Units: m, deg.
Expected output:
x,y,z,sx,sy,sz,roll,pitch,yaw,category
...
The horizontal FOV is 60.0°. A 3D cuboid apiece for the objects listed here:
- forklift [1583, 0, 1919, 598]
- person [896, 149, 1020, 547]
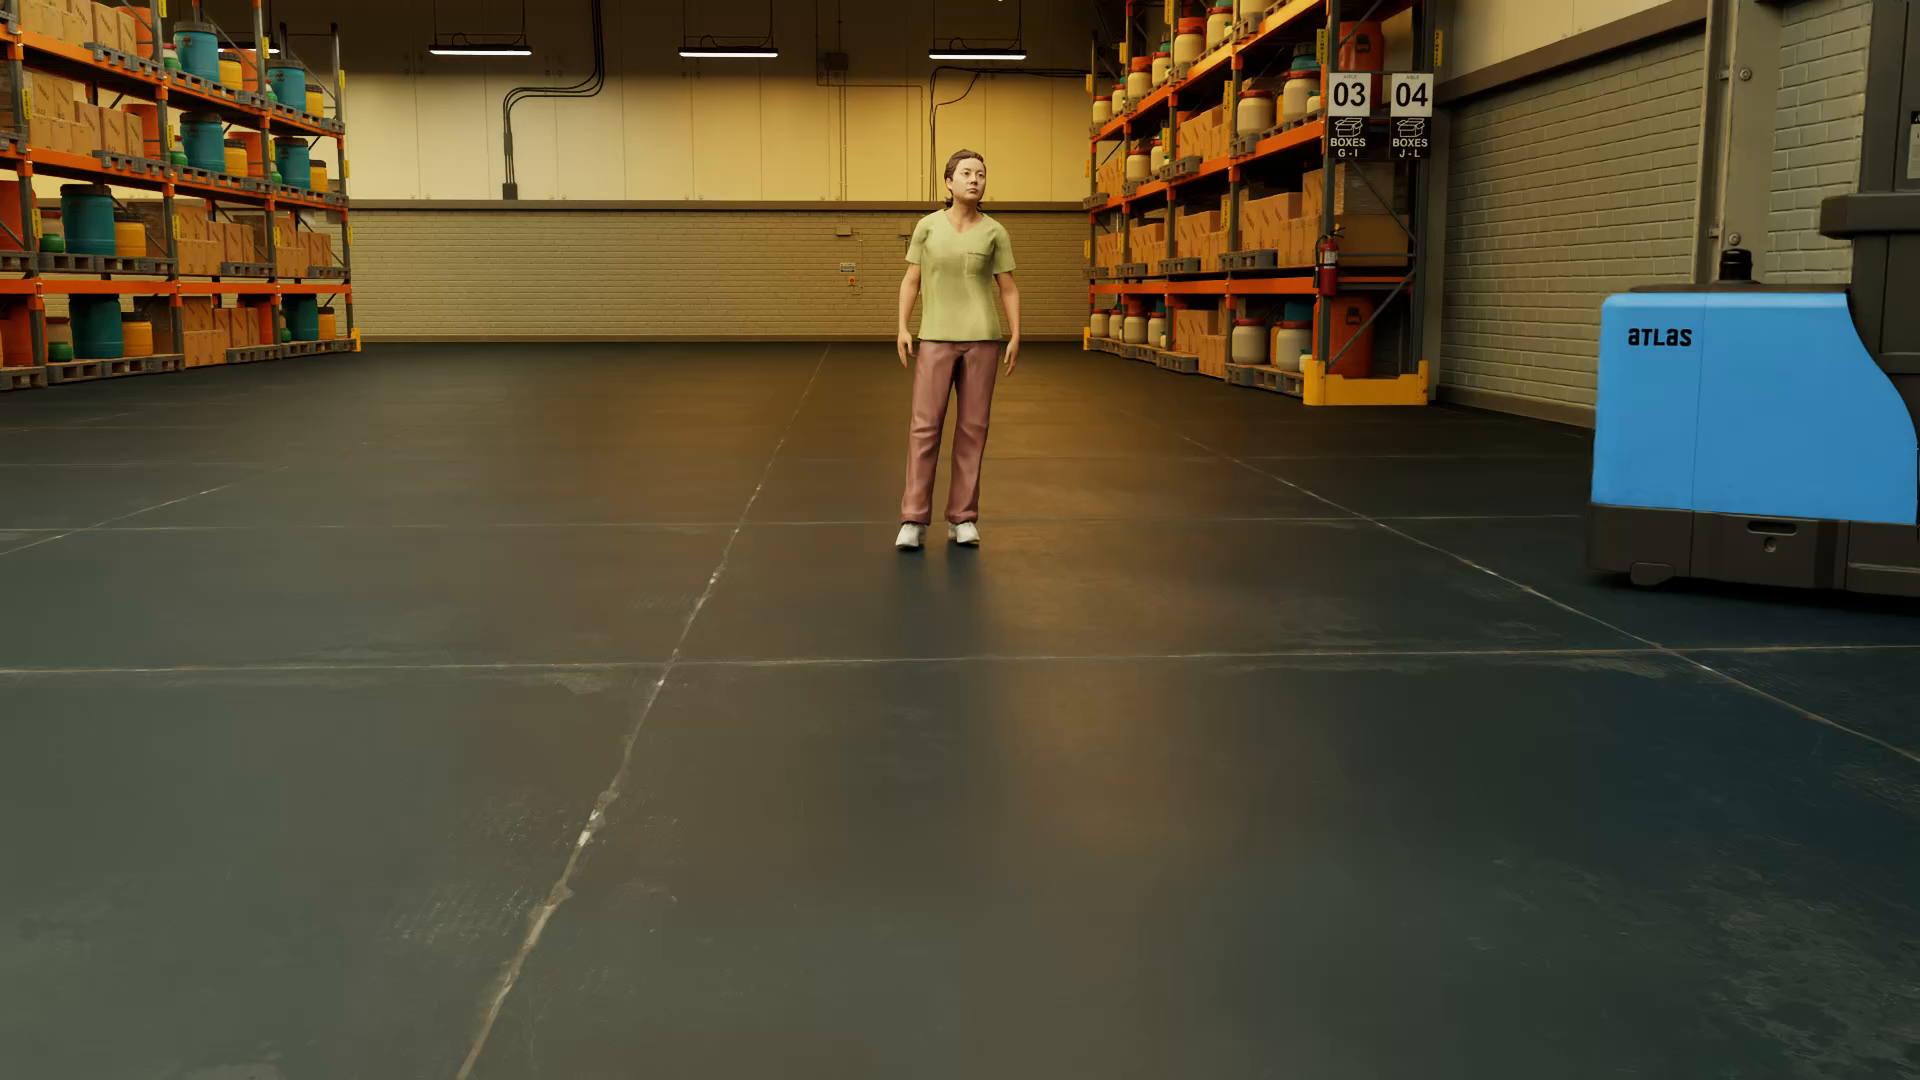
x,y,z,sx,sy,sz,roll,pitch,yaw,category
3.836,-1.223,5.564,3.031,2.935,1.130,5,10,31,forklift
-0.007,-0.820,7.113,0.553,1.663,0.548,-1,8,-4,person
